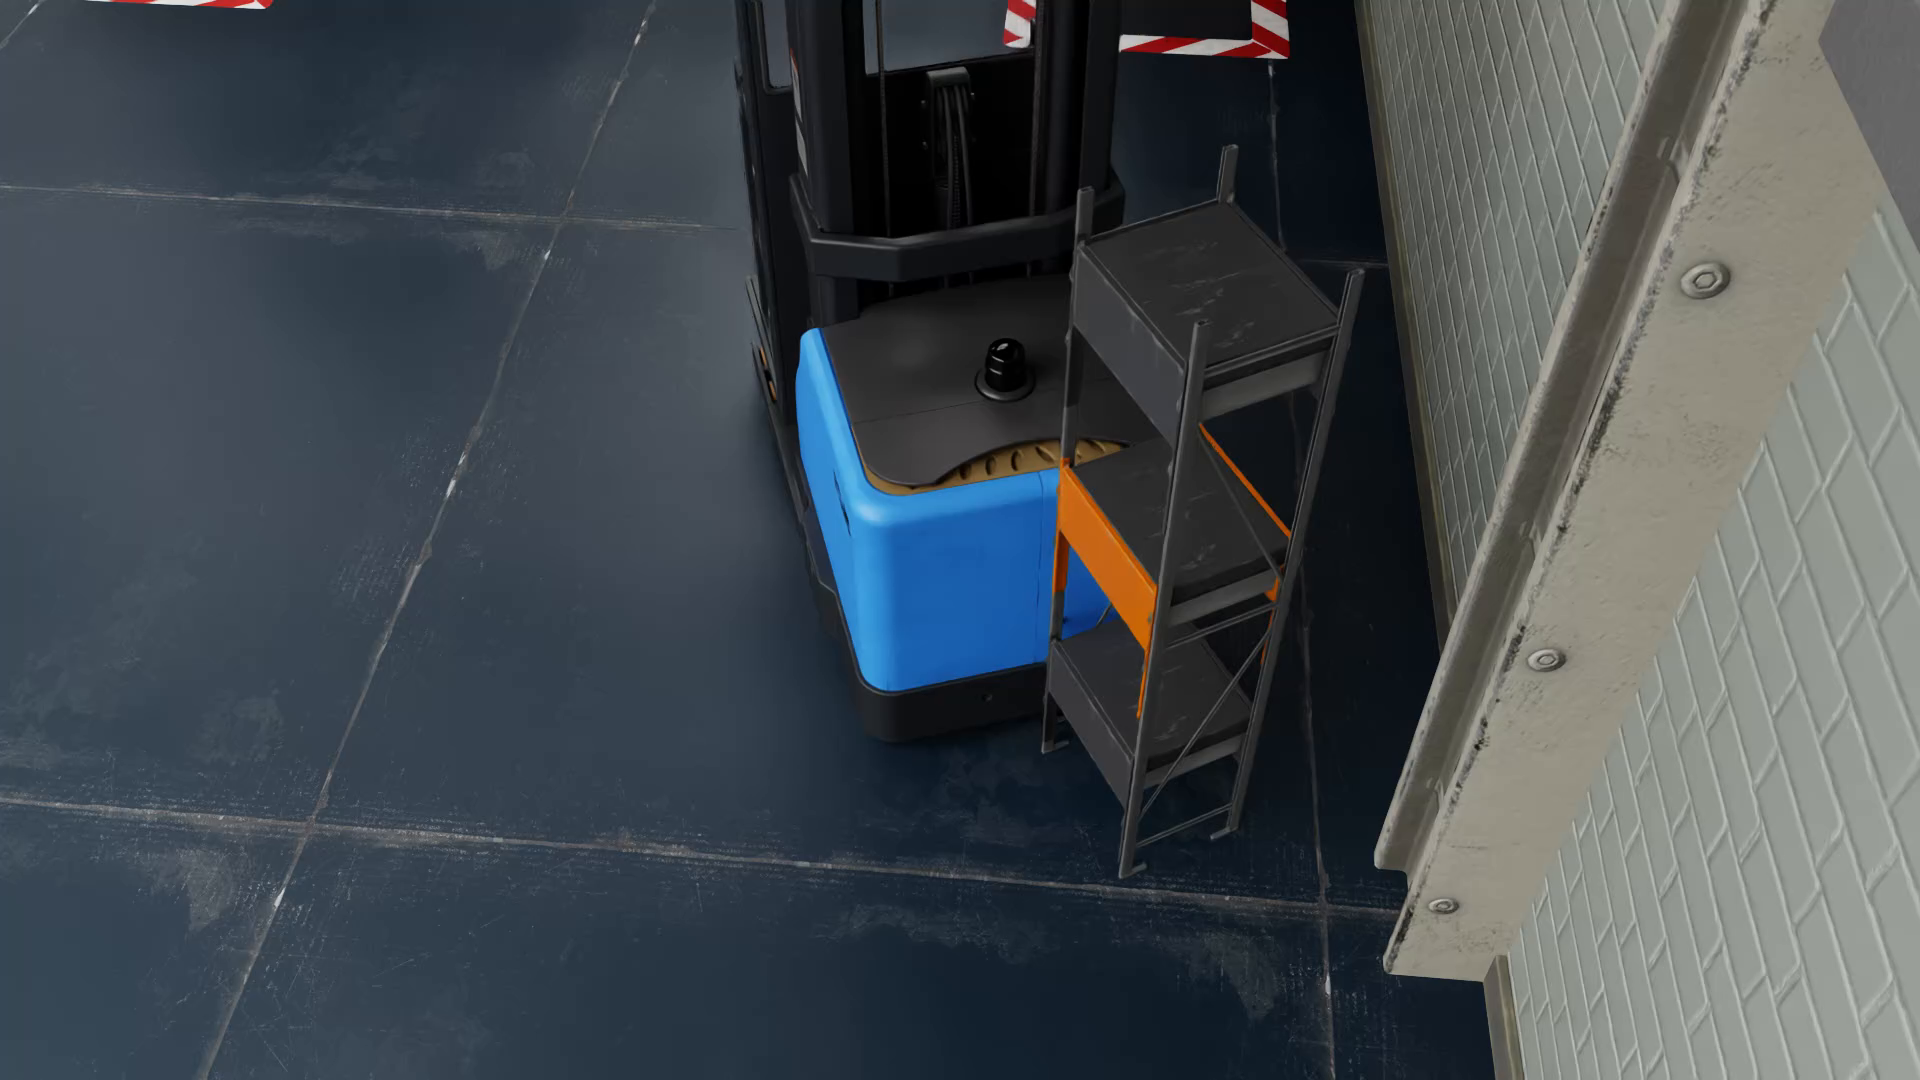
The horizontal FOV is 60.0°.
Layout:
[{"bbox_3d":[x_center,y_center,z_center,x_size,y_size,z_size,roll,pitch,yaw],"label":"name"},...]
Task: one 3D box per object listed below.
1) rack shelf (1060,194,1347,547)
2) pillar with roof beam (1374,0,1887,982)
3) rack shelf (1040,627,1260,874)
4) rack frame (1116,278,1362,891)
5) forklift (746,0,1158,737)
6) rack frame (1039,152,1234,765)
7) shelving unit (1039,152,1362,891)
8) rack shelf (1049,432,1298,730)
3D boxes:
[{"bbox_3d":[0.530,-0.384,3.747,0.431,0.518,0.480,-20,51,-17],"label":"rack shelf"},{"bbox_3d":[-2.930,-2.252,1.712,9.100,9.000,0.400,4,48,4],"label":"pillar with roof beam"},{"bbox_3d":[0.531,0.559,4.782,0.431,0.518,0.480,-20,51,-17],"label":"rack shelf"},{"bbox_3d":[0.636,0.241,4.106,0.400,2.100,0.015,-20,51,-17],"label":"rack frame"},{"bbox_3d":[-0.104,-1.490,5.126,1.130,2.935,3.031,-7,48,-7],"label":"forklift"},{"bbox_3d":[0.425,-0.084,4.403,0.400,2.100,0.015,-20,51,-17],"label":"rack frame"},{"bbox_3d":[0.531,0.078,4.254,0.431,2.100,0.503,-20,51,-17],"label":"shelving unit"},{"bbox_3d":[0.531,0.088,4.265,0.431,0.518,0.480,-20,51,-17],"label":"rack shelf"}]
